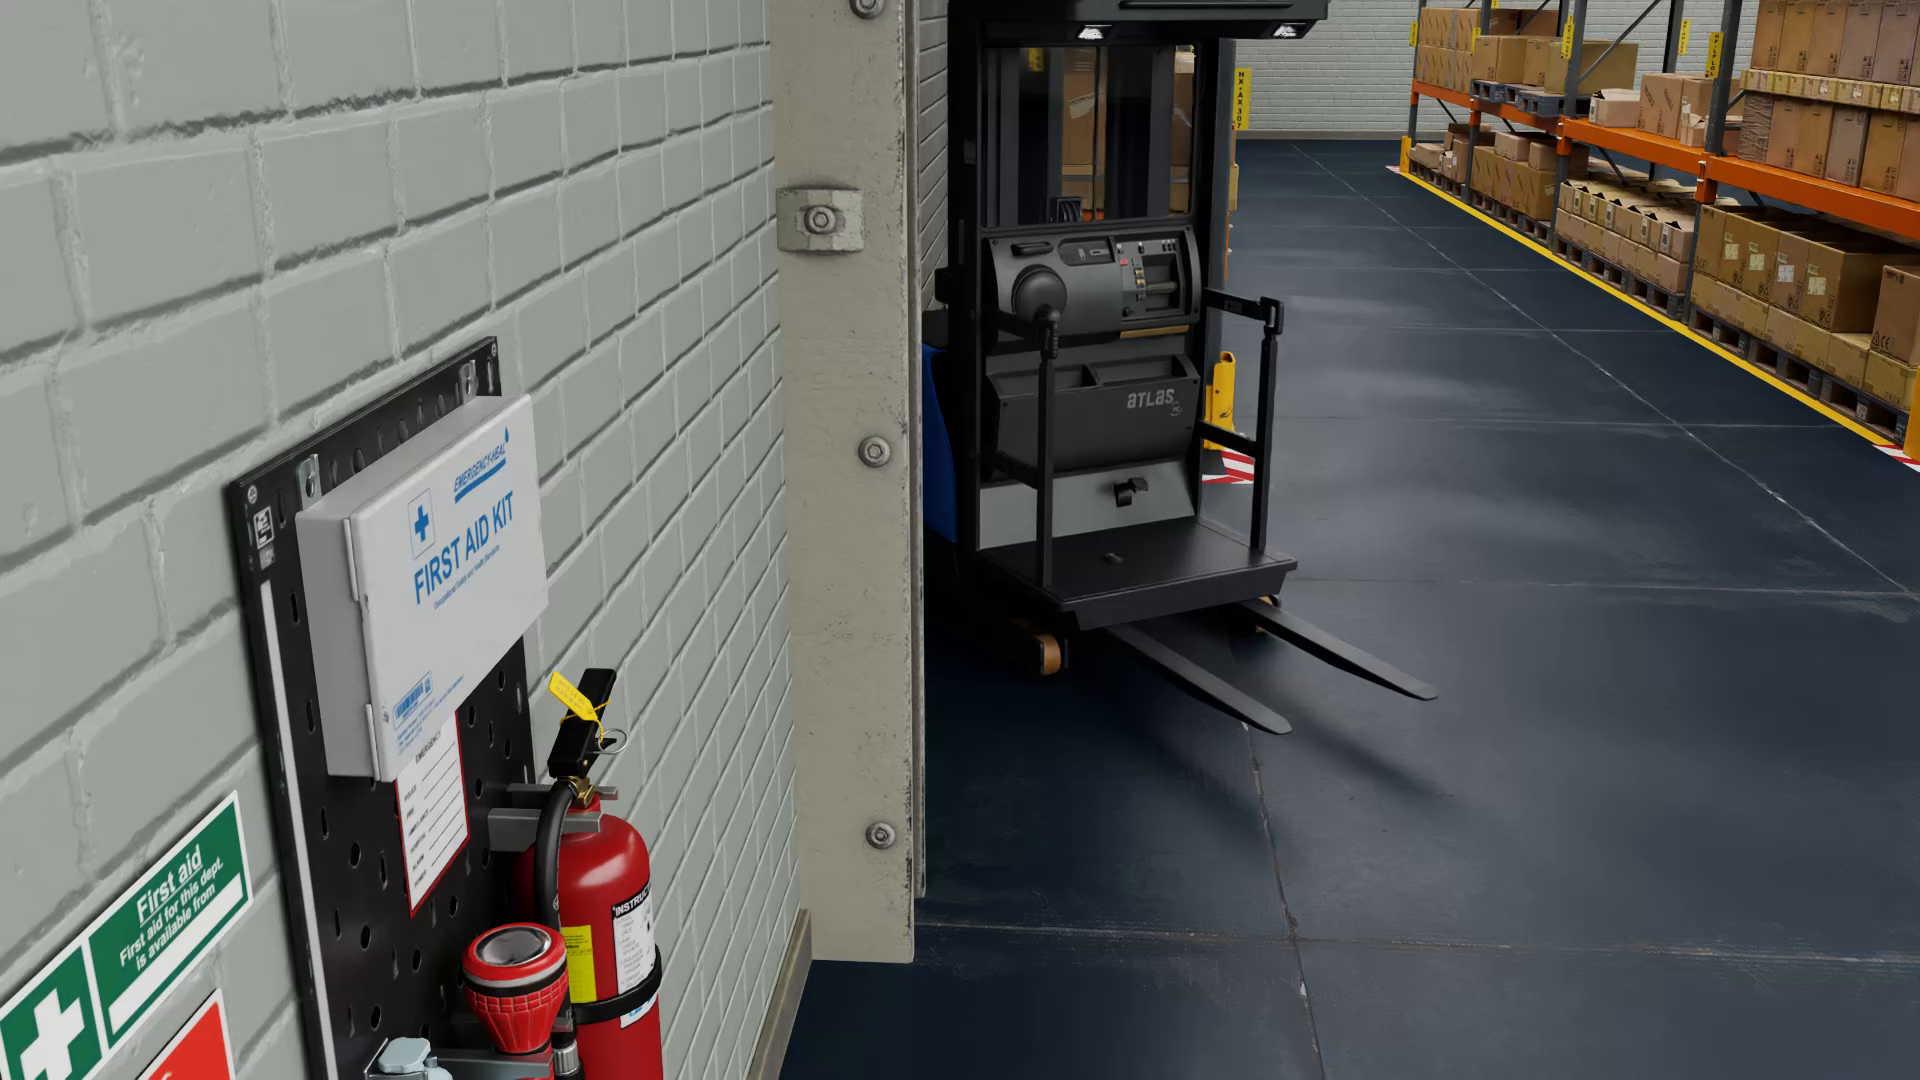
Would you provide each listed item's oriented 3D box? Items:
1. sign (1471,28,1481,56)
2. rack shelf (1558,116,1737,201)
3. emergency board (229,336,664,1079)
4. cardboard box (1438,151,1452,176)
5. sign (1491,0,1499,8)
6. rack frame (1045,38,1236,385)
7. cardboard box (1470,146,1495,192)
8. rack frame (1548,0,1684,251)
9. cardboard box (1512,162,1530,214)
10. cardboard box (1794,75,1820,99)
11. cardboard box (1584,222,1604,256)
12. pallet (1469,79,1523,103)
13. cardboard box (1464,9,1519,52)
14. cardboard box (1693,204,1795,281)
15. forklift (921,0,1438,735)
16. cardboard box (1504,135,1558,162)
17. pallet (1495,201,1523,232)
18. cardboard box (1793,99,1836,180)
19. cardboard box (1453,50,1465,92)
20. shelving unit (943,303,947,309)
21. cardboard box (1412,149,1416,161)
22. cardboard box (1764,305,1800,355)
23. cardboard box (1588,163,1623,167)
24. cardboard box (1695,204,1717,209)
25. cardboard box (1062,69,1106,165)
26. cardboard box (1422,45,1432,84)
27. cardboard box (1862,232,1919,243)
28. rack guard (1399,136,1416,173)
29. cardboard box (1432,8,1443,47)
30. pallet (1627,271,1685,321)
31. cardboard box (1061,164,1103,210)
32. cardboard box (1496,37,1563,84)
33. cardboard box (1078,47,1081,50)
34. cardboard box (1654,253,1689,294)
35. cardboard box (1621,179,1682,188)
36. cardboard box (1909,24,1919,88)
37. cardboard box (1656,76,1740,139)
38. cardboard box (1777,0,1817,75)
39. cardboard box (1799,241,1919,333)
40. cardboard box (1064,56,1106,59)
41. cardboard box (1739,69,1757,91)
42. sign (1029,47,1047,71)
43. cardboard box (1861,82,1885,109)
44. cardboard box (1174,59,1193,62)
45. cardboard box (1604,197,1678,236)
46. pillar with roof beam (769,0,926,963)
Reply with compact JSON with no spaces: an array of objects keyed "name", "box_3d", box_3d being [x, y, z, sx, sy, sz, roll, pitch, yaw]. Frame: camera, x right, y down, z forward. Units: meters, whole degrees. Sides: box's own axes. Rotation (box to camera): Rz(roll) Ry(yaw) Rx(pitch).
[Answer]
[{"name":"sign","box_3d":[6.234,-6.021,20.091,0.100,0.325,0.005,1,18,4]},{"name":"rack shelf","box_3d":[6.346,-3.395,14.621,1.077,0.370,4.000,1,18,4]},{"name":"emergency board","box_3d":[-0.483,0.411,1.852,0.194,1.169,0.643,1,18,4]},{"name":"cardboard box","box_3d":[6.588,-4.948,21.816,0.500,0.311,0.500,1,18,4]},{"name":"sign","box_3d":[7.615,-7.524,23.701,0.100,0.325,0.005,1,18,4]},{"name":"rack frame","box_3d":[0.975,-1.982,9.156,1.000,3.000,0.127,1,18,4]},{"name":"cardboard box","box_3d":[6.498,-4.476,20.075,0.500,0.500,0.500,0,18,1]},{"name":"rack frame","box_3d":[6.489,-4.358,16.405,1.000,3.000,0.127,1,18,4]},{"name":"cardboard box","box_3d":[6.360,-3.835,18.118,0.500,0.500,0.500,1,18,2]},{"name":"cardboard box","box_3d":[5.918,-3.075,11.287,0.380,0.149,0.250,1,18,2]},{"name":"cardboard box","box_3d":[6.093,-2.777,15.321,0.500,0.250,0.500,1,18,2]},{"name":"pallet","box_3d":[6.610,-5.263,19.476,1.003,0.211,1.213,1,18,4]},{"name":"cardboard box","box_3d":[6.554,-6.285,20.522,0.500,0.500,0.500,1,18,4]},{"name":"cardboard box","box_3d":[5.857,-2.228,12.441,0.500,0.500,0.500,1,18,4]},{"name":"forklift","box_3d":[0.635,-1.029,6.355,1.130,2.935,3.031,-9,20,-25]},{"name":"cardboard box","box_3d":[6.391,-4.366,18.535,0.500,0.250,0.500,1,18,3]},{"name":"pallet","box_3d":[6.671,-3.641,18.697,1.003,0.211,1.213,1,18,4]},{"name":"cardboard box","box_3d":[6.106,-2.705,11.201,0.700,0.500,0.500,2,18,5]},{"name":"cardboard box","box_3d":[6.592,-5.969,21.160,0.500,0.500,0.500,2,18,5]},{"name":"shelving unit","box_3d":[0.011,-0.624,8.141,0.215,1.050,0.252,1,18,3]},{"name":"cardboard box","box_3d":[6.672,-5.505,23.750,0.380,0.166,0.250,1,18,4]},{"name":"cardboard box","box_3d":[5.755,-1.405,11.136,0.500,0.250,0.500,1,18,4]},{"name":"cardboard box","box_3d":[6.880,-3.832,18.109,0.500,0.500,0.500,1,18,3]},{"name":"cardboard box","box_3d":[6.558,-2.714,14.228,0.500,0.311,0.500,1,18,2]},{"name":"cardboard box","box_3d":[0.797,-2.428,9.521,0.500,0.500,0.500,1,18,3]},{"name":"cardboard box","box_3d":[6.736,-6.598,23.080,0.500,0.500,0.500,1,18,3]},{"name":"cardboard box","box_3d":[6.286,-1.750,10.983,0.500,0.500,0.500,1,18,4]},{"name":"rack guard","box_3d":[7.058,-5.631,24.305,1.175,0.500,0.348,1,18,4]},{"name":"cardboard box","box_3d":[6.697,-6.915,22.444,0.500,0.500,0.500,2,18,5]},{"name":"pallet","box_3d":[6.217,-2.020,13.749,1.003,0.211,1.213,1,18,4]},{"name":"cardboard box","box_3d":[0.815,-2.070,9.632,0.500,0.250,0.500,2,18,5]},{"name":"cardboard box","box_3d":[6.533,-5.490,19.025,0.700,0.500,0.500,4,19,13]},{"name":"cardboard box","box_3d":[1.525,-4.577,16.208,0.700,0.500,0.500,-1,18,-3]},{"name":"cardboard box","box_3d":[5.943,-2.144,13.389,0.500,0.250,0.500,1,18,3]},{"name":"cardboard box","box_3d":[6.698,-3.349,16.167,0.500,0.311,0.500,2,18,5]},{"name":"cardboard box","box_3d":[5.998,-2.862,9.595,0.700,0.500,0.500,1,18,2]},{"name":"cardboard box","box_3d":[6.348,-3.720,14.299,0.500,0.500,0.500,1,18,4]},{"name":"cardboard box","box_3d":[6.142,-3.484,11.496,0.700,0.500,0.500,1,18,4]},{"name":"cardboard box","box_3d":[5.715,-1.606,10.545,0.500,0.500,0.500,1,18,4]},{"name":"cardboard box","box_3d":[0.937,-3.063,11.457,0.500,0.500,0.500,2,18,5]},{"name":"cardboard box","box_3d":[5.990,-3.392,12.255,0.380,0.149,0.250,1,18,4]},{"name":"sign","box_3d":[0.423,-2.701,8.983,0.100,0.325,0.005,1,18,4]},{"name":"cardboard box","box_3d":[5.845,-2.754,10.308,0.380,0.149,0.250,2,18,5]},{"name":"cardboard box","box_3d":[1.423,-2.893,10.939,0.500,0.500,0.500,2,18,6]},{"name":"cardboard box","box_3d":[6.055,-2.880,14.735,0.500,0.311,0.500,1,18,3]},{"name":"pillar with roof beam","box_3d":[4.026,-3.110,2.964,9.100,9.000,0.400,1,18,4]}]
